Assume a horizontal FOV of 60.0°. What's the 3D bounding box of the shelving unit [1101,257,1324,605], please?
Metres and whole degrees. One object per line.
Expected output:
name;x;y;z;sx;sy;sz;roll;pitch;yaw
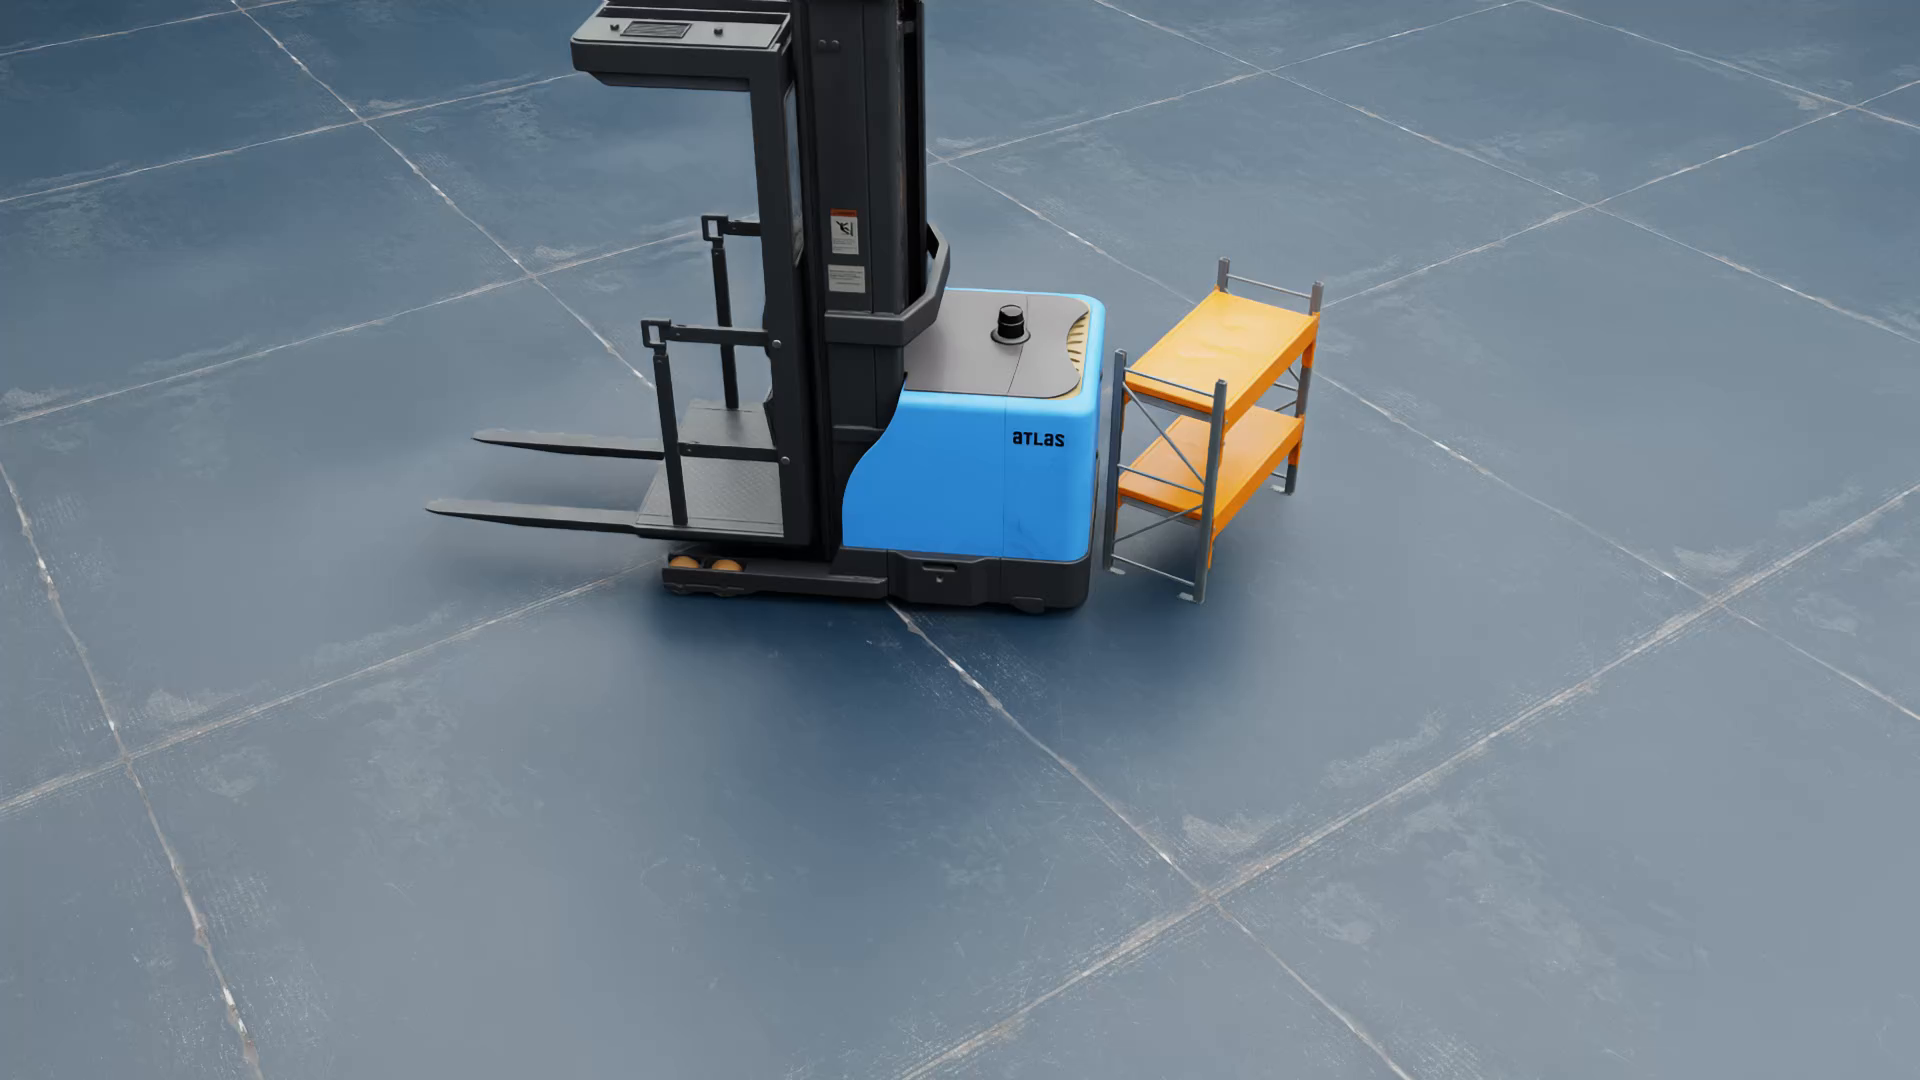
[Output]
shelving unit;1.135;-0.507;7.491;0.538;1.125;1.048;20;40;26

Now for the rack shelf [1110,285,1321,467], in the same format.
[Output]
rack shelf;1.135;-0.744;7.320;0.538;0.278;1.000;20;40;26

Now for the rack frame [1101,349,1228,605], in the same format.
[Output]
rack frame;0.864;-0.256;7.142;0.500;1.125;0.032;20;40;26

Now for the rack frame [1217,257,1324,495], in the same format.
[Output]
rack frame;1.406;-0.758;7.840;0.500;1.125;0.032;20;40;26

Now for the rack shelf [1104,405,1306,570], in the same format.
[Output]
rack shelf;1.135;-0.308;7.634;0.538;0.278;1.000;20;40;26

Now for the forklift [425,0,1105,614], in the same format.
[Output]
forklift;-0.894;-1.238;6.961;3.031;2.935;1.130;4;36;6
